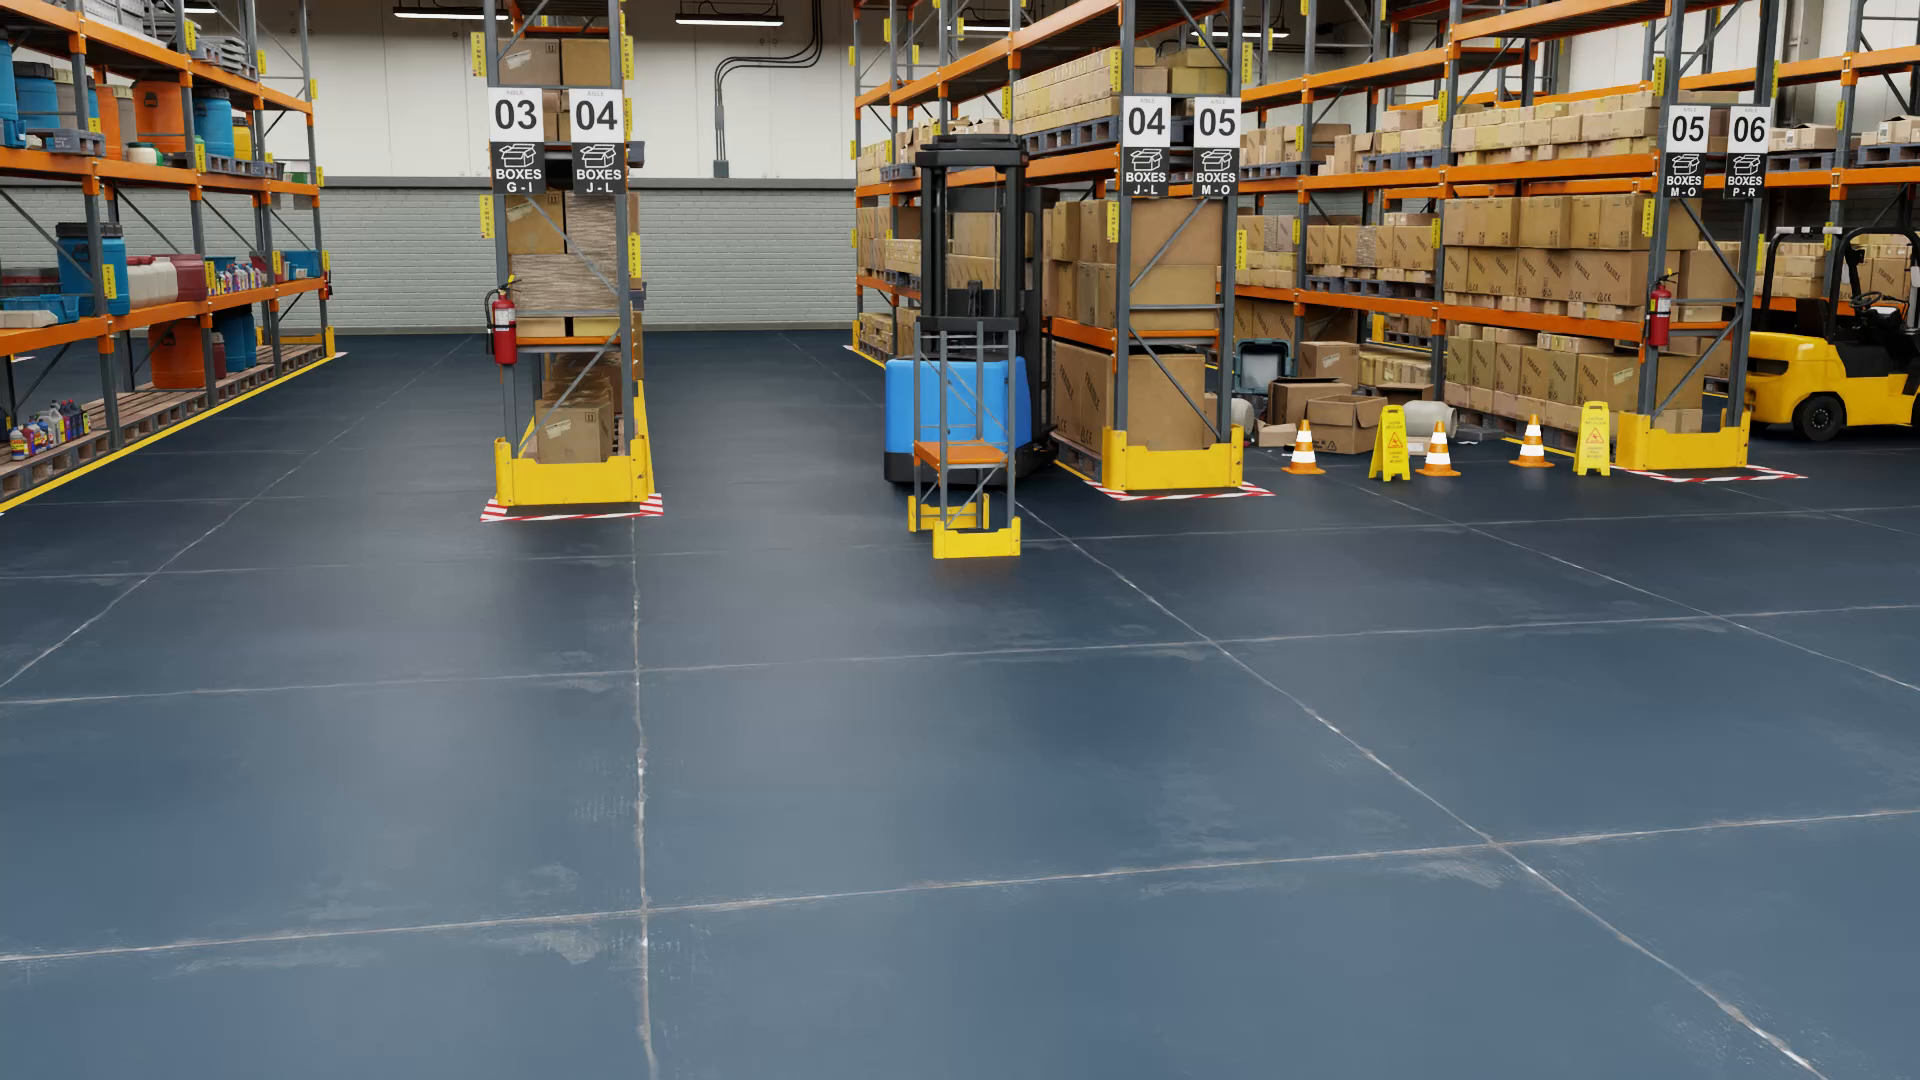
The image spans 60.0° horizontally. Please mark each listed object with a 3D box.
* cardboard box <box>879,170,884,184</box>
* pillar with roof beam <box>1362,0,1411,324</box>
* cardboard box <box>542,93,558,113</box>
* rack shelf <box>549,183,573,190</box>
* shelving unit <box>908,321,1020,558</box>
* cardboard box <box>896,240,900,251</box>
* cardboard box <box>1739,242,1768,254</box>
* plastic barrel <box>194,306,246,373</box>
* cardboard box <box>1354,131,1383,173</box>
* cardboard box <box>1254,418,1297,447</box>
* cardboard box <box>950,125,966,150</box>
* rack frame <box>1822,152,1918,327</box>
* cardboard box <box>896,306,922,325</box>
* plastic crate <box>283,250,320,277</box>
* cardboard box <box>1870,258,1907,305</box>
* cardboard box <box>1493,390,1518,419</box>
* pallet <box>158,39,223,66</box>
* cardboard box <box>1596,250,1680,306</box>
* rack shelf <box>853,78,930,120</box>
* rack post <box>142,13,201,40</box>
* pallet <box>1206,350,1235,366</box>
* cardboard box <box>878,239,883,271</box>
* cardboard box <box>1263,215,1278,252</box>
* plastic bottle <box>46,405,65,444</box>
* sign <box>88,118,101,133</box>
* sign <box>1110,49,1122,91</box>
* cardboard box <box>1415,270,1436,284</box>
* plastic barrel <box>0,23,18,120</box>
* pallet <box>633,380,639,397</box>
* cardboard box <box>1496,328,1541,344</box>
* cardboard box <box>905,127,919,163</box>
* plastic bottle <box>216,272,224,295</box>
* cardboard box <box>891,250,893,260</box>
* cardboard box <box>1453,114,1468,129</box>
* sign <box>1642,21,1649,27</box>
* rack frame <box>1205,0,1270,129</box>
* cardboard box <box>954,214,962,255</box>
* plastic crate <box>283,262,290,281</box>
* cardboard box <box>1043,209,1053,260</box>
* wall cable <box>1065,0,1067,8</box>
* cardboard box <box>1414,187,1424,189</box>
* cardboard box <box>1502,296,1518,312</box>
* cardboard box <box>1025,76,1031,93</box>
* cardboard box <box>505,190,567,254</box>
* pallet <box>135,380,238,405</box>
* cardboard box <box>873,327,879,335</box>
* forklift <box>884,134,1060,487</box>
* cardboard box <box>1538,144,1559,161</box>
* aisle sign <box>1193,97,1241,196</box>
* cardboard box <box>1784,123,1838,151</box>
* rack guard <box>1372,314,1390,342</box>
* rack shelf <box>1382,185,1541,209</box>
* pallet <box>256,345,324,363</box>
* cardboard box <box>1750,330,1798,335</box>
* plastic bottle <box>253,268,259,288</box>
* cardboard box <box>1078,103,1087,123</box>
[{"bbox_3d":[-0.985,-5.714,26.074,0.500,0.250,0.500,-2,11,-11],"label":"cardboard box"},{"bbox_3d":[4.524,-8.573,32.672,9.100,9.000,0.548,-2,11,-11],"label":"pillar with roof beam"},{"bbox_3d":[-3.385,-3.467,13.200,0.380,0.149,0.250,-2,11,-13],"label":"cardboard box"},{"bbox_3d":[-5.035,-4.733,22.445,1.077,0.370,4.000,-2,11,-11],"label":"rack shelf"},{"bbox_3d":[0.015,-0.723,11.483,0.587,1.500,1.083,-2,11,-11],"label":"shelving unit"},{"bbox_3d":[-0.709,-4.237,23.894,0.380,0.149,0.250,-2,11,-11],"label":"cardboard box"},{"bbox_3d":[10.159,-3.710,21.164,0.380,0.149,0.250,-2,11,-11],"label":"cardboard box"},{"bbox_3d":[-10.055,-2.745,22.586,0.600,0.901,0.708,-2,11,-11],"label":"plastic barrel"},{"bbox_3d":[5.400,-4.852,20.870,0.797,0.503,0.637,-2,11,-11],"label":"cardboard box"},{"bbox_3d":[3.158,-1.083,16.678,0.396,0.266,0.258,0,11,-1],"label":"cardboard box"},{"bbox_3d":[0.164,-4.953,20.521,0.500,0.311,0.500,-2,11,-11],"label":"cardboard box"},{"bbox_3d":[10.721,-3.054,19.722,1.000,3.000,0.127,-2,11,-11],"label":"rack frame"},{"bbox_3d":[-0.654,-3.344,24.797,0.500,0.250,0.500,-3,11,-14],"label":"cardboard box"},{"bbox_3d":[-10.812,-4.526,27.197,0.616,0.435,0.499,-2,11,-11],"label":"plastic crate"},{"bbox_3d":[10.669,-2.918,18.736,0.500,0.500,0.500,-2,11,-10],"label":"cardboard box"},{"bbox_3d":[5.924,-1.416,17.345,0.500,0.250,0.500,-2,11,-12],"label":"cardboard box"},{"bbox_3d":[-9.614,-5.858,19.980,1.213,0.211,1.003,-2,11,-11],"label":"pallet"},{"bbox_3d":[6.255,-2.424,15.349,0.500,0.500,0.500,-2,11,-12],"label":"cardboard box"},{"bbox_3d":[-0.928,-7.101,26.869,1.077,0.370,4.000,-2,11,-11],"label":"rack shelf"},{"bbox_3d":[-9.685,-6.108,19.921,0.954,0.300,0.937,-2,11,-11],"label":"rack post"},{"bbox_3d":[4.521,-2.832,26.010,1.003,0.211,1.213,-2,11,-11],"label":"pallet"},{"bbox_3d":[-1.010,-4.511,26.311,0.500,0.500,0.500,-2,11,-13],"label":"cardboard box"},{"bbox_3d":[4.610,-4.326,23.462,0.500,0.500,0.500,-2,11,-10],"label":"cardboard box"},{"bbox_3d":[-8.218,-1.045,15.075,0.144,0.351,0.185,-2,11,-11],"label":"plastic bottle"},{"bbox_3d":[-8.184,-3.829,15.743,0.100,0.325,0.005,-2,11,-11],"label":"sign"},{"bbox_3d":[1.260,-3.793,13.426,0.100,0.325,0.005,-2,11,-11],"label":"sign"},{"bbox_3d":[5.482,-3.040,19.197,0.380,0.149,0.250,-2,11,-10],"label":"cardboard box"},{"bbox_3d":[-8.638,-4.072,14.584,0.600,0.901,0.708,-2,11,-11],"label":"plastic barrel"},{"bbox_3d":[-4.725,-2.024,21.766,1.003,0.211,1.213,-2,11,-11],"label":"pallet"},{"bbox_3d":[5.825,-2.129,17.351,0.380,0.149,0.250,-1,11,-8],"label":"cardboard box"},{"bbox_3d":[-0.367,-5.584,23.593,0.797,0.503,0.637,-2,11,-12],"label":"cardboard box"},{"bbox_3d":[-9.387,-3.254,21.080,0.061,0.283,0.133,-2,11,-11],"label":"plastic bottle"},{"bbox_3d":[-0.810,-4.187,24.427,0.380,0.149,0.250,-2,11,-10],"label":"cardboard box"},{"bbox_3d":[5.594,-4.545,18.072,0.380,0.149,0.250,-2,11,-12],"label":"cardboard box"},{"bbox_3d":[9.413,-7.211,22.808,0.100,0.325,0.005,-2,11,-11],"label":"sign"},{"bbox_3d":[4.297,-7.288,25.918,1.000,3.000,0.127,-2,11,-11],"label":"rack frame"},{"bbox_3d":[0.317,-3.866,21.044,0.700,0.500,0.500,-2,11,-11],"label":"cardboard box"},{"bbox_3d":[-10.398,-4.058,25.151,0.437,0.282,0.530,-2,11,-11],"label":"plastic crate"},{"bbox_3d":[1.246,-3.009,16.195,0.875,0.550,0.550,-2,11,-11],"label":"cardboard box"},{"bbox_3d":[1.109,-12.257,34.380,2.355,3.000,0.029,-2,11,-11],"label":"wall cable"},{"bbox_3d":[8.337,-6.347,29.668,0.380,0.149,0.250,-2,11,-11],"label":"cardboard box"},{"bbox_3d":[5.839,-2.445,17.194,0.380,0.149,0.250,-2,11,-11],"label":"cardboard box"},{"bbox_3d":[0.854,-4.500,16.441,0.380,0.149,0.250,-2,11,-12],"label":"cardboard box"},{"bbox_3d":[-3.439,-2.558,13.374,0.500,0.500,0.500,-2,11,-11],"label":"cardboard box"},{"bbox_3d":[-9.698,-1.840,20.797,1.003,0.211,1.213,-2,11,-11],"label":"pallet"},{"bbox_3d":[-1.246,-3.532,27.936,0.380,0.149,0.250,-3,11,-14],"label":"cardboard box"},{"bbox_3d":[0.265,-2.114,14.963,1.130,2.935,3.031,3,11,16],"label":"forklift"},{"bbox_3d":[5.945,-3.825,16.420,0.380,0.149,0.250,-2,11,-12],"label":"cardboard box"},{"bbox_3d":[2.103,-3.216,13.618,0.394,0.787,0.004,-2,11,-11],"label":"aisle sign"},{"bbox_3d":[10.341,-4.863,20.052,0.500,0.311,0.500,-2,11,-13],"label":"cardboard box"},{"bbox_3d":[8.402,-4.013,31.446,1.175,0.500,0.348,-2,11,-11],"label":"rack guard"},{"bbox_3d":[8.776,-6.009,29.145,1.077,0.370,4.000,-2,11,-11],"label":"rack shelf"},{"bbox_3d":[-10.938,-3.011,26.952,1.003,0.211,1.213,-2,11,-11],"label":"pallet"},{"bbox_3d":[10.465,-2.332,21.154,0.875,0.625,0.625,-2,11,-12],"label":"cardboard box"},{"bbox_3d":[-9.799,-3.641,23.118,0.061,0.283,0.133,-2,11,-11],"label":"plastic bottle"},{"bbox_3d":[1.251,-3.735,14.556,0.380,0.149,0.250,-2,11,-10],"label":"cardboard box"}]
